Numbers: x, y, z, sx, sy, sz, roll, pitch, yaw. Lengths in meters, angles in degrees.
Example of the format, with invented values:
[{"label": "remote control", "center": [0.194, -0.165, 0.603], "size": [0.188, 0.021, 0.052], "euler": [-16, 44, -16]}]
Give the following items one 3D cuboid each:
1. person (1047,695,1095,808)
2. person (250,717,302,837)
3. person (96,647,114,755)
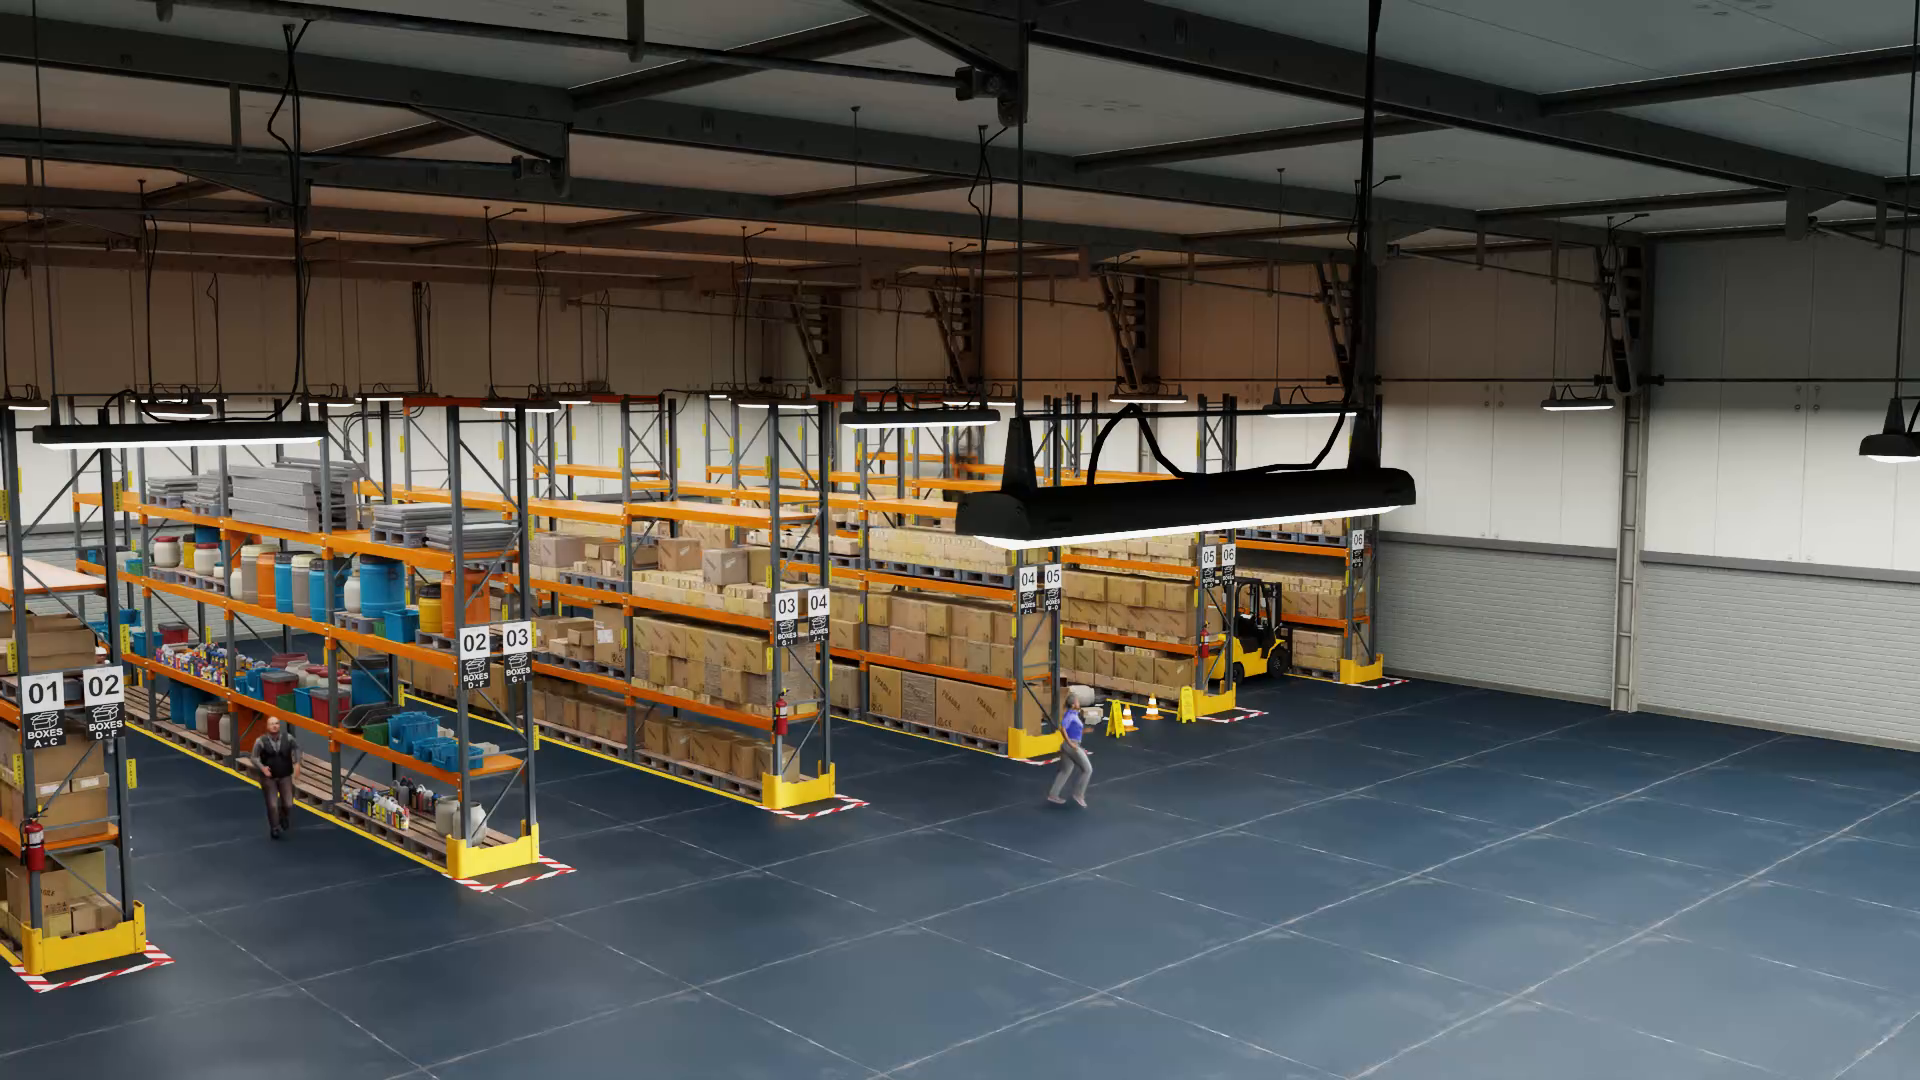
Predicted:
[{"label": "person", "center": [1.655, 3.141, 24.636], "size": [0.742, 1.710, 0.553], "euler": [-1, 6, -13]}, {"label": "person", "center": [-9.414, 3.272, 22.952], "size": [0.699, 1.675, 0.596], "euler": [-3, 6, -31]}, {"label": "person", "center": [-14.604, 2.698, 28.294], "size": [0.681, 1.803, 0.897], "euler": [-4, 7, -36]}]
